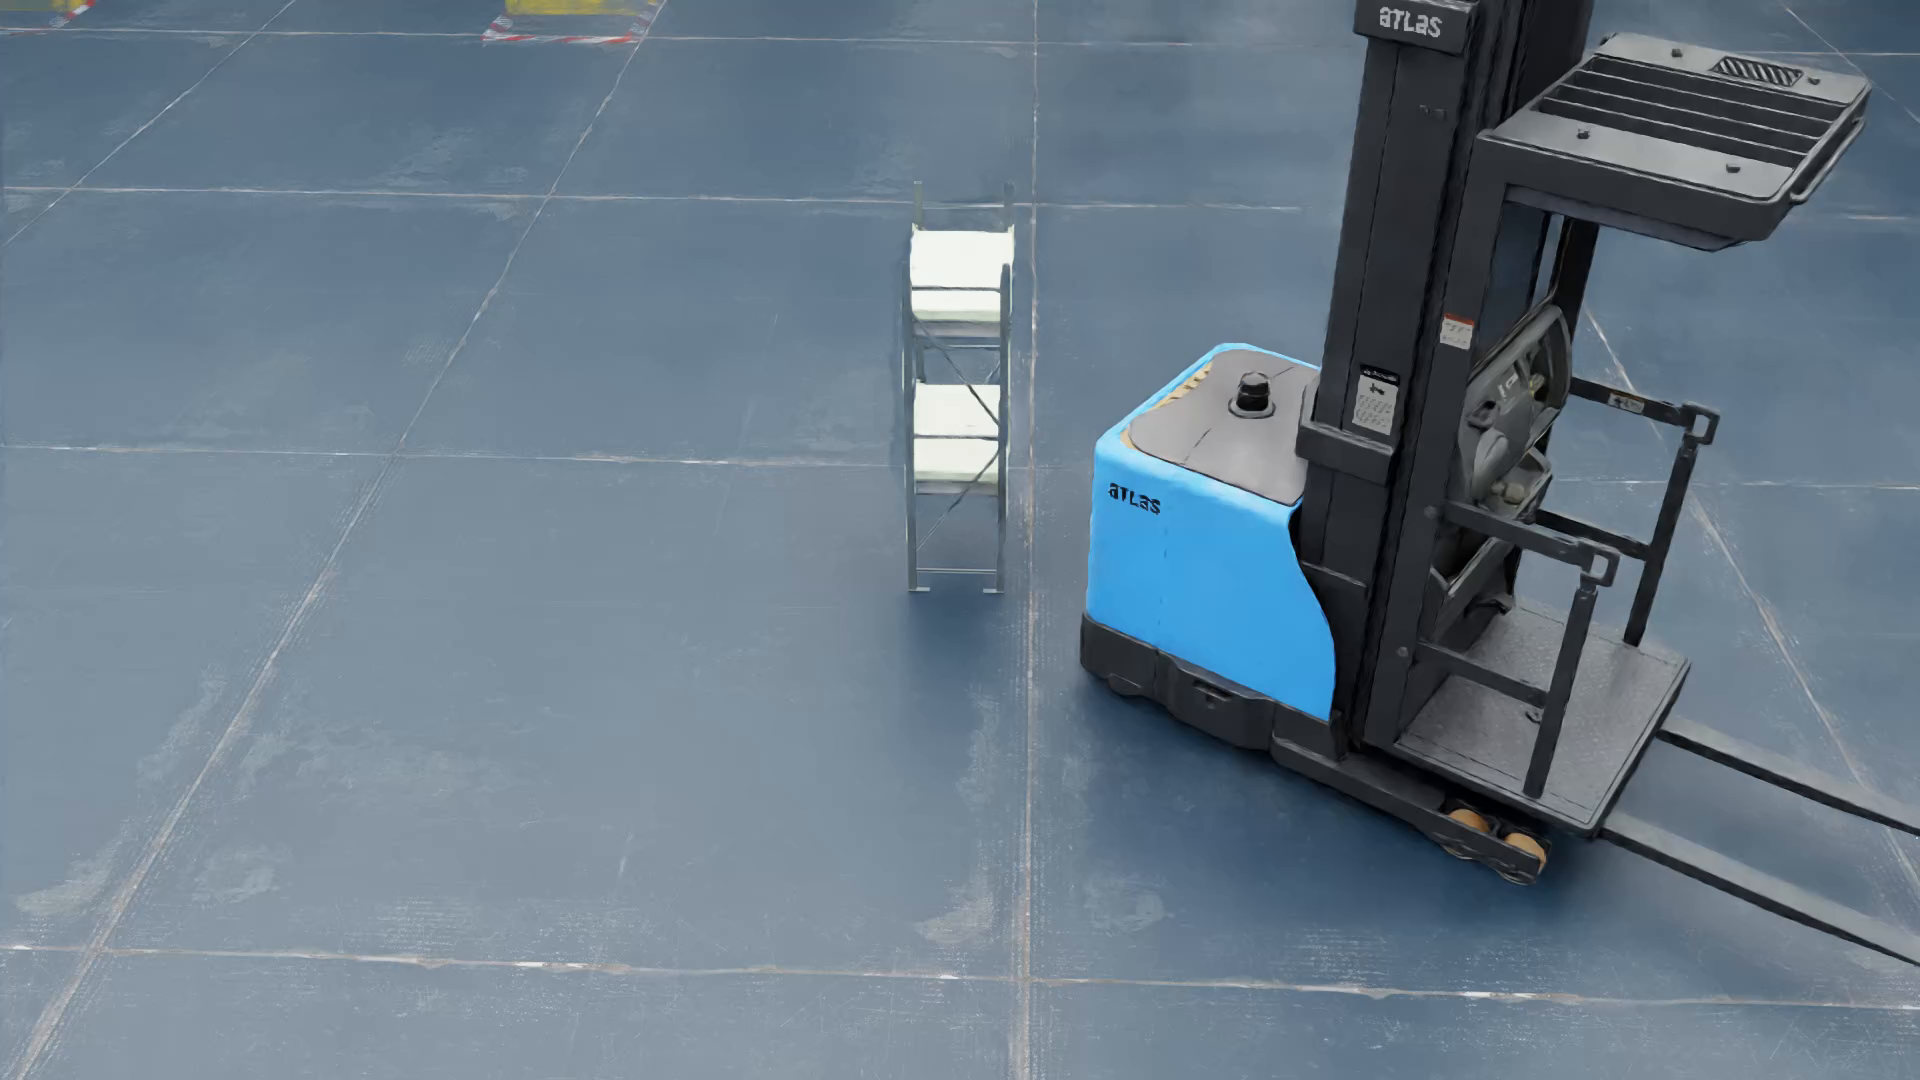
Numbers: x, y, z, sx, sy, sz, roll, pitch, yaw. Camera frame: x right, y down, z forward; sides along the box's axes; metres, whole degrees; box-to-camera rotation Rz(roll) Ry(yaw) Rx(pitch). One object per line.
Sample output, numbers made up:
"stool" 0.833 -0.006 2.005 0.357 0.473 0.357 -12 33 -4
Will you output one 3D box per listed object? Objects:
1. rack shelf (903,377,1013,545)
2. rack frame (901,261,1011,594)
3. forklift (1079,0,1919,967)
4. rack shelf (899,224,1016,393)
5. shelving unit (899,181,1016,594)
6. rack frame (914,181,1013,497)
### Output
"rack shelf" 0.000 -0.343 7.001 0.431 0.370 0.720 1 35 2
"rack frame" -0.015 -0.399 6.514 0.400 1.500 0.023 1 35 2
"forklift" 1.952 -0.391 5.257 3.031 2.935 1.130 23 41 29
"rack shelf" 0.000 -0.929 6.589 0.431 0.370 0.720 1 35 2
"shelving unit" 0.000 -0.610 6.813 0.431 1.500 0.755 1 35 2
"rack frame" 0.014 -0.820 7.113 0.400 1.500 0.023 1 35 2
